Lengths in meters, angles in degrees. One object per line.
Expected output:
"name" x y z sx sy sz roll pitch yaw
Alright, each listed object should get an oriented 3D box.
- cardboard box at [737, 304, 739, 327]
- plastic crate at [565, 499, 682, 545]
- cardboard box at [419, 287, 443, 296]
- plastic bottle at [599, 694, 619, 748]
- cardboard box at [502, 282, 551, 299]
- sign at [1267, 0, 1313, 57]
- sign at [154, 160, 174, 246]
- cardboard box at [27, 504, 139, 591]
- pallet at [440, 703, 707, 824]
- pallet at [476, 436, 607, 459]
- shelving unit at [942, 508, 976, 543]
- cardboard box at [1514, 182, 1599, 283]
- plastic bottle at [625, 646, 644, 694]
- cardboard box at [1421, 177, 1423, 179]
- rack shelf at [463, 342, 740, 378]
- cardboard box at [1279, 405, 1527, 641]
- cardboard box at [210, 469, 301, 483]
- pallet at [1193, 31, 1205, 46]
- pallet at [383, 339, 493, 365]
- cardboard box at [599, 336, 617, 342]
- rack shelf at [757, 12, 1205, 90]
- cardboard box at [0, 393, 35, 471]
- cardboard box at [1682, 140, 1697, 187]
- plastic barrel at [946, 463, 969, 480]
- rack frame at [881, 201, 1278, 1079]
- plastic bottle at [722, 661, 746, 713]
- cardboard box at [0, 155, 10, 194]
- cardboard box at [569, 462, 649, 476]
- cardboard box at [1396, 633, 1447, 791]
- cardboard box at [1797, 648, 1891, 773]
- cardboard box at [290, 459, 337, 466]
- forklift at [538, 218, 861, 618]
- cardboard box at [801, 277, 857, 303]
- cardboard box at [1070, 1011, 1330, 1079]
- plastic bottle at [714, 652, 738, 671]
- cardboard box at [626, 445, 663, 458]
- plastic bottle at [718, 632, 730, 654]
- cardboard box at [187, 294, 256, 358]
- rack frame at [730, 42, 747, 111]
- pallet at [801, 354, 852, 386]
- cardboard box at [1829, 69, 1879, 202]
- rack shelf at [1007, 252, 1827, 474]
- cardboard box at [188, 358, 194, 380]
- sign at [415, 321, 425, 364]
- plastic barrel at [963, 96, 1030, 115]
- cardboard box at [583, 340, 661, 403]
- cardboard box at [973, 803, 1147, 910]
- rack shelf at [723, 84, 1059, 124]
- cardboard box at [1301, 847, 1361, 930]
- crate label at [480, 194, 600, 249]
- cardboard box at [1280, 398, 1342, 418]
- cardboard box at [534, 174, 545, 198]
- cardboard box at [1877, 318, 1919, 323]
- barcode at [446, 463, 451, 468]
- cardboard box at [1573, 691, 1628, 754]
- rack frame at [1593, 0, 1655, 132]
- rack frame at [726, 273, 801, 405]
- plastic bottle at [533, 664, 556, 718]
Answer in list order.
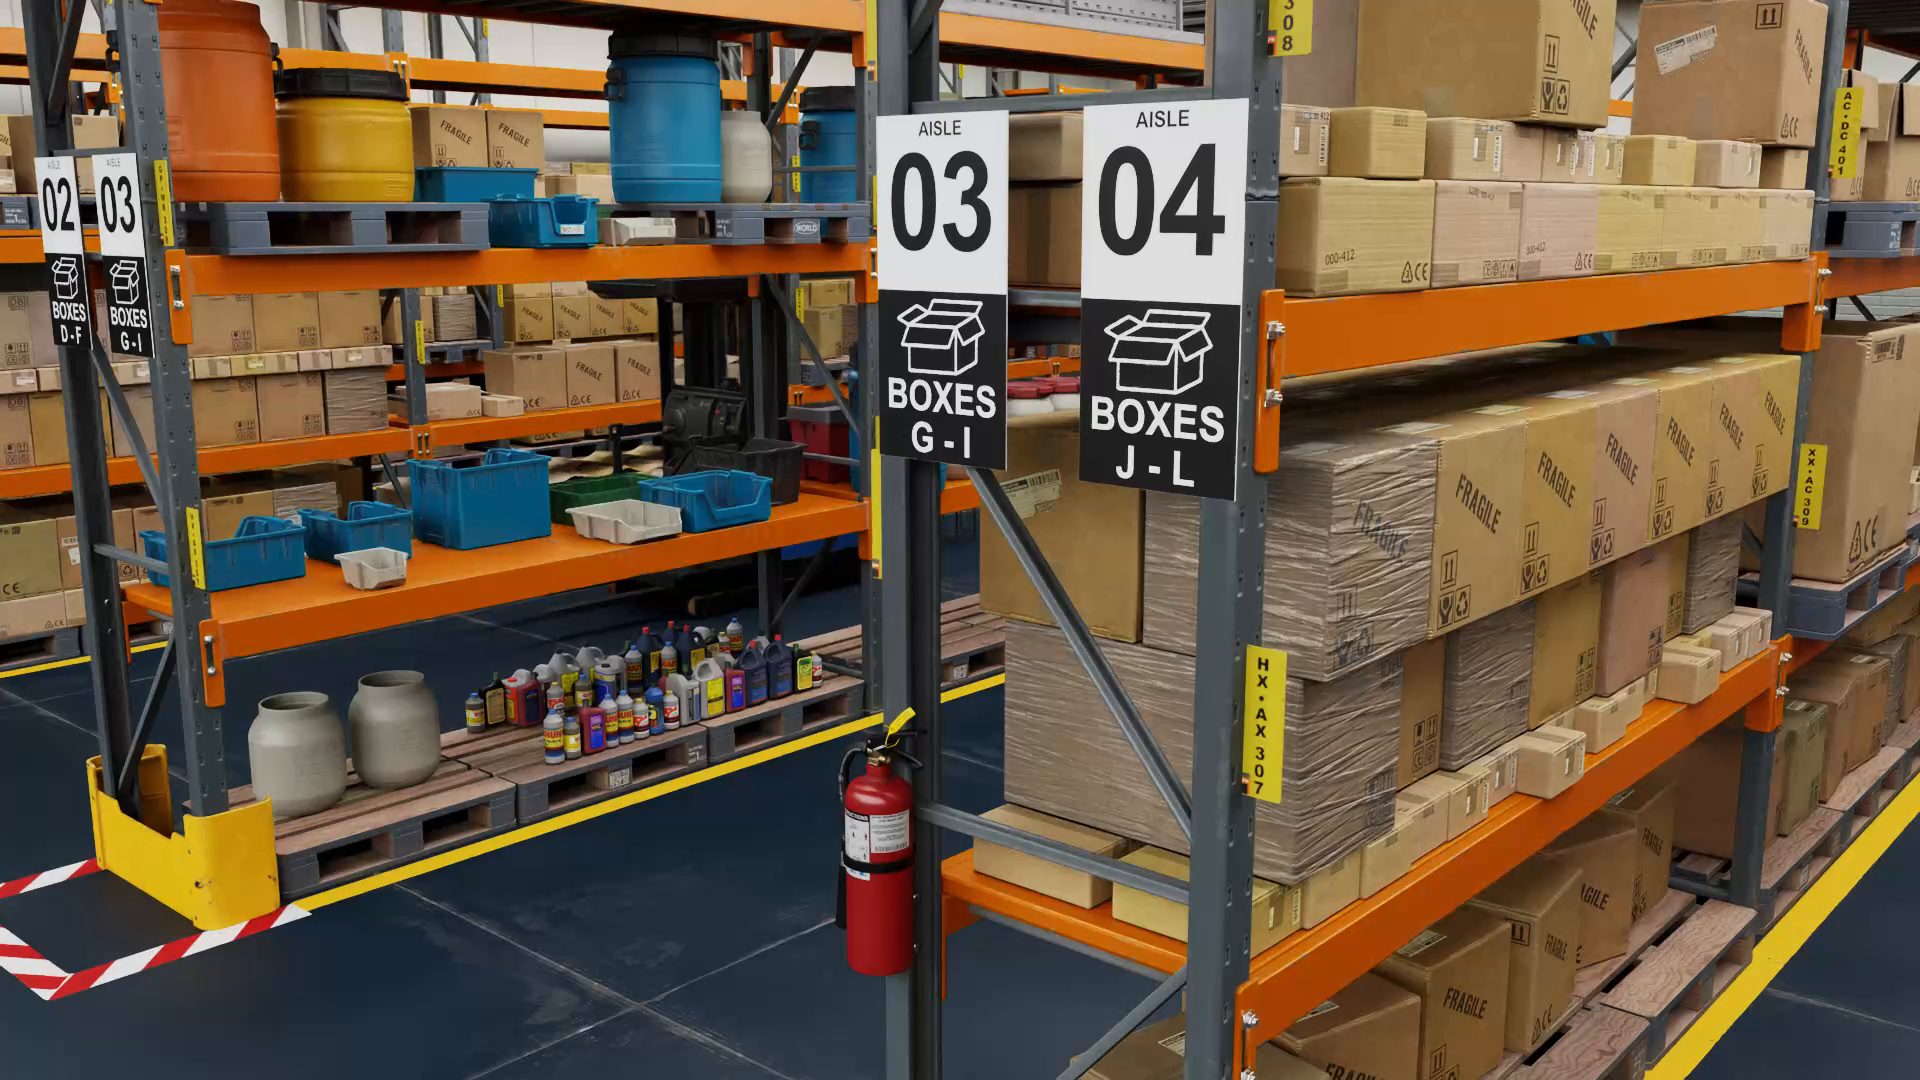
"cardboard box" -3.134 -3.053 21.813 0.500 0.500 0.500 9 15 39
"plastic crate" -1.740 -0.090 8.717 0.530 0.136 0.437 10 15 40
"cardboard box" -6.066 -2.840 18.774 0.380 0.149 0.250 7 13 31
"plastic bottle" -1.841 0.943 8.715 0.097 0.271 0.097 0 11 0
"cardboard box" -5.147 -2.971 19.485 0.500 0.250 0.500 10 15 42
"sign" 0.630 -1.092 3.168 0.100 0.325 0.005 10 15 40
"sign" -3.088 -1.306 6.451 0.100 0.325 0.005 10 15 40
"cardboard box" -6.047 0.032 11.466 0.500 0.500 0.500 10 15 40
"pallet" -2.138 1.150 8.954 1.003 0.211 1.213 10 15 40
"pallet" -5.082 -1.099 20.216 1.003 0.211 1.213 10 15 40
"shelving unit" -0.010 -0.586 15.122 0.258 1.200 0.189 10 15 40
"cardboard box" 1.400 -0.846 4.553 0.500 0.250 0.500 10 15 40
"plastic bottle" -1.896 0.750 9.678 0.097 0.271 0.097 0 11 0
"cardboard box" 0.896 -0.945 4.028 0.380 0.149 0.250 9 15 39
"rack shelf" -4.339 -2.302 20.954 1.077 0.370 4.000 10 15 40
"cardboard box" 1.125 -0.066 4.354 0.500 0.500 0.500 10 15 40
"cardboard box" -5.442 -0.255 12.903 0.500 0.500 0.500 10 15 40
"pallet" 2.282 -3.835 12.979 1.213 0.211 1.003 10 15 40
"pallet" -6.050 -2.148 18.835 1.213 0.211 1.003 10 15 40
"cardboard box" -4.440 -2.459 20.492 0.380 0.149 0.250 10 15 41
"rack shelf" 0.462 -3.178 11.046 1.077 0.370 4.000 10 15 40
"cardboard box" -6.556 -0.738 11.029 0.700 0.500 0.500 10 15 42
"cardboard box" 2.131 -1.211 5.359 0.380 0.149 0.250 11 15 42
"plastic barrel" -0.062 -0.670 10.601 0.433 0.535 0.433 0 11 0
"rack frame" 0.222 0.738 3.898 1.000 3.000 0.127 10 15 40
"plastic bottle" -1.269 0.815 9.325 0.133 0.283 0.061 -11 16 -44
"cardboard box" -6.655 -2.419 10.999 0.500 0.250 0.500 10 15 40
"cardboard box" -3.102 -0.520 14.710 0.500 0.311 0.500 10 15 42
"cardboard box" 0.846 0.376 4.693 0.875 0.500 0.500 10 15 40
"cardboard box" 4.350 0.839 8.648 0.500 0.500 0.700 -11 15 -43
"cardboard box" -7.156 -1.025 17.982 0.700 0.500 0.500 10 15 41
"forklift" -2.107 -0.970 12.623 1.130 2.935 3.031 10 15 42
"cardboard box" -1.690 -3.389 23.793 0.980 0.700 0.700 9 14 38
"cardboard box" 0.647 1.668 4.551 0.500 0.500 0.500 -9 14 -37
"plastic bottle" -1.321 0.773 9.550 0.152 0.276 0.135 10 15 40
"cardboard box" -2.843 -0.736 15.792 0.500 0.311 0.500 9 15 39
"plastic bottle" -1.465 0.670 10.256 0.097 0.201 0.097 0 11 0
"cardboard box" -5.528 -1.603 12.051 0.700 0.500 0.500 10 15 40
"rack frame" -3.019 -5.891 21.769 1.000 3.000 0.127 10 15 40
"pallet" -1.541 -1.735 16.770 1.213 0.211 1.003 10 15 40
"cardboard box" 3.247 -1.635 6.782 0.797 0.503 0.637 9 14 38
"rack shelf" 1.542 -0.675 5.148 1.077 0.370 4.000 10 15 40
"cardboard box" -5.607 -1.206 11.716 0.380 0.149 0.250 10 15 42
"sign" -4.158 -1.524 12.810 0.100 0.325 0.005 10 15 40
"plastic barrel" 0.178 -2.503 11.187 0.600 0.901 0.708 10 15 40
"cardboard box" -3.031 -1.521 14.950 0.500 0.500 0.500 9 14 37
"cardboard box" 0.255 0.792 4.267 0.380 0.149 0.250 10 15 40
"rack shelf" -0.616 -4.408 17.202 1.077 0.370 4.000 10 15 40
"cardboard box" 0.769 0.815 4.150 0.380 0.149 0.250 10 15 40
"crate label" -2.015 -1.533 7.990 0.502 0.251 0.408 10 15 40
"cardboard box" 0.725 -0.135 4.699 0.500 0.500 0.500 10 15 40
"cardboard box" -3.802 -2.906 13.794 0.500 0.250 0.500 8 14 35
"cardboard box" 5.998 -1.086 10.211 0.797 0.503 0.637 10 15 42
"barcode" -4.095 -0.577 13.286 0.001 0.075 0.075 10 15 40
"cardboard box" 1.940 0.561 5.425 0.380 0.149 0.250 10 15 40
"rack frame" 7.063 -5.199 18.303 1.000 3.000 0.127 10 15 40
"rack frame" -1.936 -1.721 16.207 1.000 3.000 0.127 10 15 40
"plastic bottle" -2.337 0.836 9.235 0.152 0.276 0.135 9 15 39
